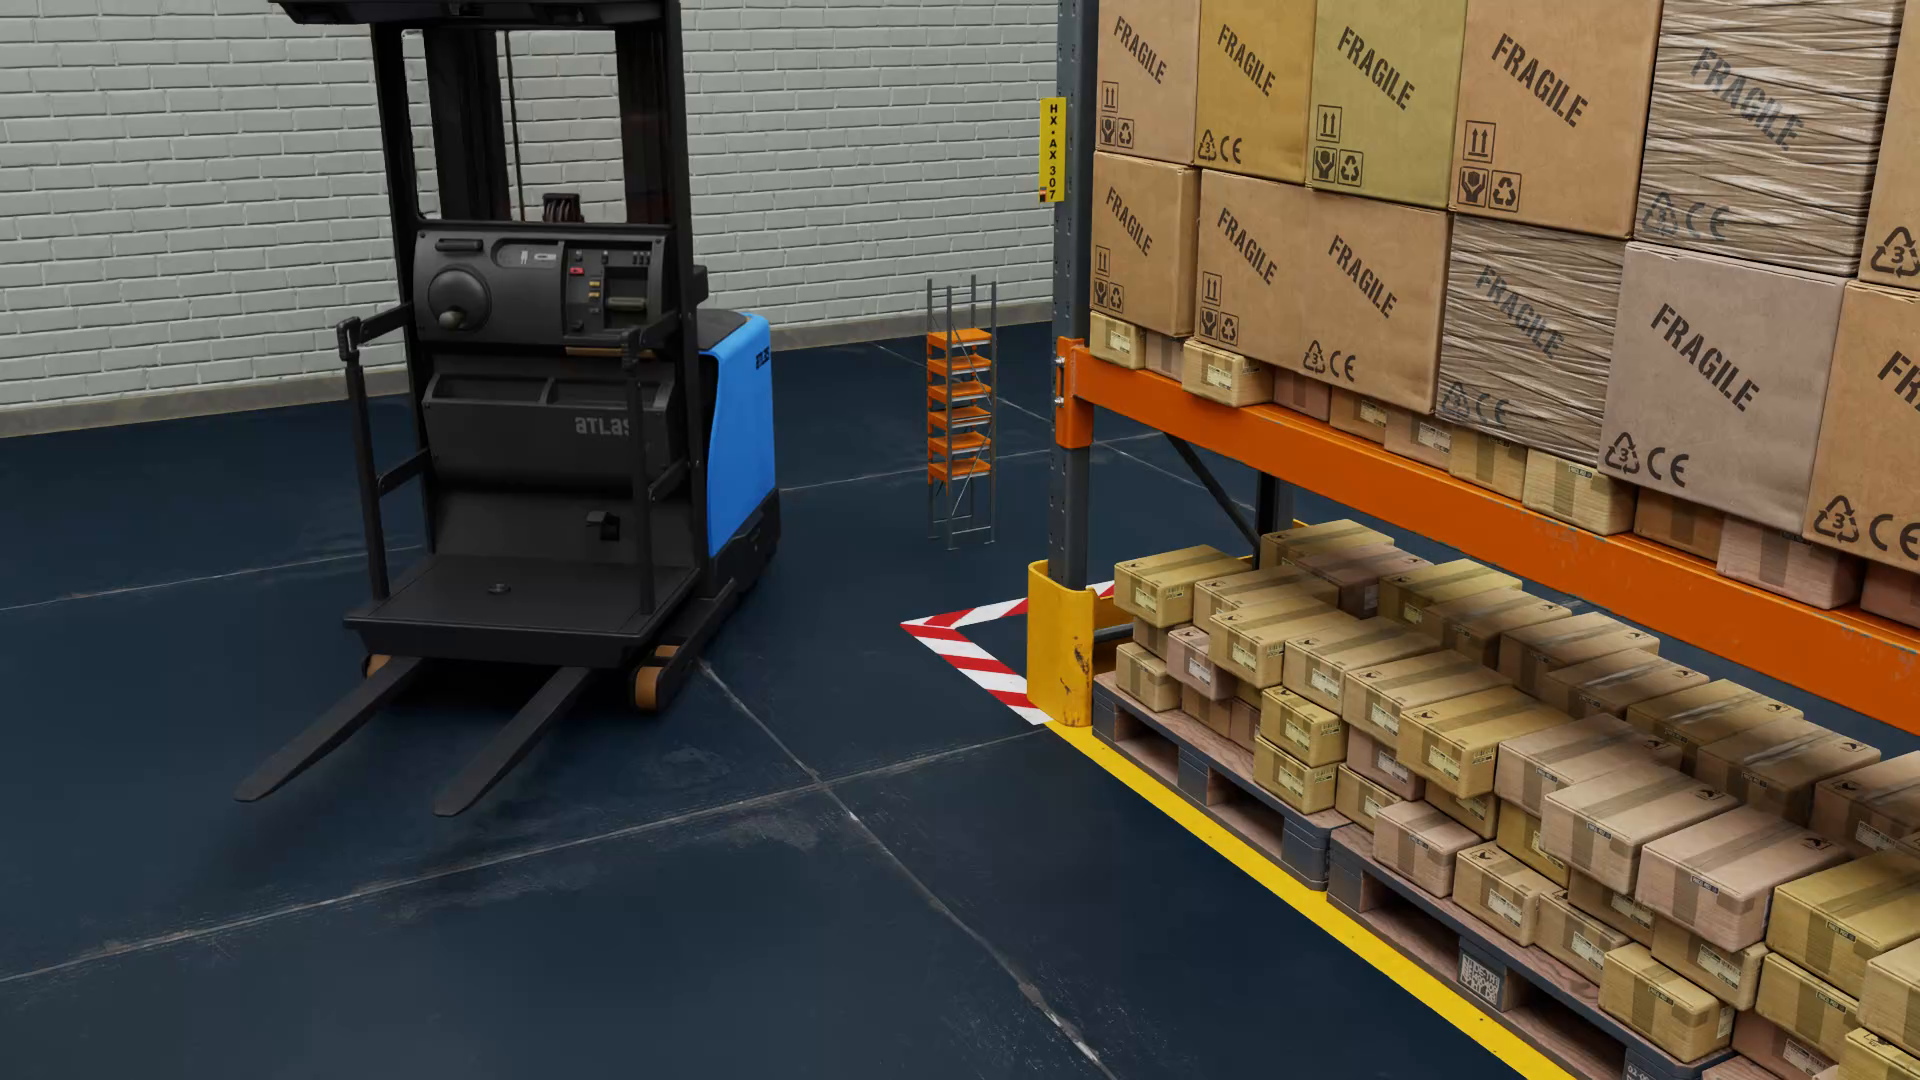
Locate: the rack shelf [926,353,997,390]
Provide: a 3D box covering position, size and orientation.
[{"bbox_3d":[0.007,-0.748,7.360,0.258,0.103,0.180,-10,21,-27],"label":"rack shelf"}]

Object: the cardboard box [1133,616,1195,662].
[{"bbox_3d":[0.799,0.276,5.504,0.380,0.149,0.250,-9,21,-24],"label":"cardboard box"}]

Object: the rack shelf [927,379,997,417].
[{"bbox_3d":[0.007,-0.634,7.399,0.258,0.103,0.180,-10,21,-27],"label":"rack shelf"}]

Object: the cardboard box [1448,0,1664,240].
[{"bbox_3d":[1.473,-0.971,3.705,0.500,0.500,0.500,-11,22,-28],"label":"cardboard box"}]

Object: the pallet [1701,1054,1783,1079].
[{"bbox_3d":[2.325,1.356,3.377,1.003,0.211,1.213,-10,21,-27],"label":"pallet"}]

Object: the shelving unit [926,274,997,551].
[{"bbox_3d":[0.007,-0.563,7.424,0.258,1.200,0.189,-10,21,-27],"label":"shelving unit"}]

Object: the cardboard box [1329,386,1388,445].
[{"bbox_3d":[1.230,-0.373,4.500,0.380,0.149,0.250,-10,22,-27],"label":"cardboard box"}]

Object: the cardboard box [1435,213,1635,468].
[{"bbox_3d":[1.492,-0.501,3.877,0.500,0.500,0.500,-11,22,-28],"label":"cardboard box"}]

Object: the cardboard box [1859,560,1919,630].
[{"bbox_3d":[1.979,0.071,3.213,0.380,0.149,0.250,-11,22,-28],"label":"cardboard box"}]

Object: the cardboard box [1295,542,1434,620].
[{"bbox_3d":[1.319,0.139,5.445,0.380,0.149,0.250,-10,21,-26],"label":"cardboard box"}]

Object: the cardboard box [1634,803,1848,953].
[{"bbox_3d":[1.732,0.744,3.692,0.380,0.149,0.250,-11,22,-29],"label":"cardboard box"}]

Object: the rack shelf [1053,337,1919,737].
[{"bbox_3d":[1.726,-0.009,4.161,1.077,0.370,4.000,-10,21,-27],"label":"rack shelf"}]

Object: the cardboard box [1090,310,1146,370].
[{"bbox_3d":[0.641,-0.660,5.332,0.380,0.149,0.250,-10,21,-27],"label":"cardboard box"}]

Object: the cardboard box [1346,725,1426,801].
[{"bbox_3d":[1.309,0.572,4.647,0.380,0.149,0.250,-11,22,-29],"label":"cardboard box"}]

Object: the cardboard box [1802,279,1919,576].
[{"bbox_3d":[1.952,-0.207,3.023,0.500,0.500,0.500,-11,22,-28],"label":"cardboard box"}]

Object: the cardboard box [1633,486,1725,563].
[{"bbox_3d":[1.711,-0.077,3.642,0.380,0.149,0.250,-10,22,-27],"label":"cardboard box"}]

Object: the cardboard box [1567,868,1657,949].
[{"bbox_3d":[1.683,0.805,3.969,0.380,0.149,0.250,-11,22,-29],"label":"cardboard box"}]

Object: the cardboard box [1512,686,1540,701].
[{"bbox_3d":[1.783,0.489,4.888,0.380,0.149,0.250,-10,21,-26],"label":"cardboard box"}]

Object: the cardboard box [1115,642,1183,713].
[{"bbox_3d":[0.743,0.426,5.524,0.380,0.149,0.250,-10,21,-26],"label":"cardboard box"}]

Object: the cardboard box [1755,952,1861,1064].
[{"bbox_3d":[1.931,0.956,3.534,0.380,0.149,0.250,-10,21,-26],"label":"cardboard box"}]

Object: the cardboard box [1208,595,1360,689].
[{"bbox_3d":[0.970,0.301,4.976,0.380,0.149,0.250,-10,21,-27],"label":"cardboard box"}]

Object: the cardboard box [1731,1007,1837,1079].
[{"bbox_3d":[1.939,1.067,3.668,0.380,0.149,0.250,-11,22,-28],"label":"cardboard box"}]

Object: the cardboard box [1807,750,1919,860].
[{"bbox_3d":[2.259,0.652,3.958,0.380,0.149,0.250,-9,21,-26],"label":"cardboard box"}]

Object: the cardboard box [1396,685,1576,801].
[{"bbox_3d":[1.368,0.523,4.332,0.380,0.149,0.250,-10,21,-26],"label":"cardboard box"}]

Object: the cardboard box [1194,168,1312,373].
[{"bbox_3d":[1.023,-0.789,4.711,0.500,0.500,0.500,-10,21,-27],"label":"cardboard box"}]

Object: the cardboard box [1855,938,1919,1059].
[{"bbox_3d":[1.997,0.894,3.257,0.380,0.149,0.250,-10,22,-27],"label":"cardboard box"}]

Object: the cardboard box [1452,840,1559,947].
[{"bbox_3d":[1.489,0.868,4.243,0.380,0.149,0.250,-10,21,-27],"label":"cardboard box"}]

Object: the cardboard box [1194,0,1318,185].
[{"bbox_3d":[1.001,-1.270,4.570,0.500,0.500,0.500,-9,21,-25],"label":"cardboard box"}]

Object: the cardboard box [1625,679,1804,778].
[{"bbox_3d":[1.975,0.510,4.370,0.380,0.149,0.250,-10,21,-26],"label":"cardboard box"}]

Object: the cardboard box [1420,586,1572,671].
[{"bbox_3d":[1.621,0.278,5.043,0.380,0.149,0.250,-11,22,-29],"label":"cardboard box"}]

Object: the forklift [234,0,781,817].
[{"bbox_3d":[-1.536,-0.901,5.749,1.130,2.935,3.031,3,19,8],"label":"forklift"}]

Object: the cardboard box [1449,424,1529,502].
[{"bbox_3d":[1.427,-0.220,4.057,0.380,0.149,0.250,-9,21,-25],"label":"cardboard box"}]

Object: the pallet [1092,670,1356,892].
[{"bbox_3d":[1.167,0.656,5.407,1.003,0.211,1.213,-10,21,-27],"label":"pallet"}]

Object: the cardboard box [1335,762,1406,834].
[{"bbox_3d":[1.293,0.708,4.709,0.380,0.149,0.250,-10,21,-27],"label":"cardboard box"}]

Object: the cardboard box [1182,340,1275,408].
[{"bbox_3d":[0.879,-0.508,4.891,0.380,0.149,0.250,-11,22,-28],"label":"cardboard box"}]

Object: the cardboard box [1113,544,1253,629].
[{"bbox_3d":[0.726,0.148,5.418,0.380,0.149,0.250,-11,22,-29],"label":"cardboard box"}]

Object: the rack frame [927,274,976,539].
[{"bbox_3d":[-0.037,-0.589,7.500,0.240,1.200,0.006,-10,21,-27],"label":"rack frame"}]

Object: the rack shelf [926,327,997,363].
[{"bbox_3d":[0.007,-0.861,7.321,0.258,0.103,0.180,-10,21,-27],"label":"rack shelf"}]
